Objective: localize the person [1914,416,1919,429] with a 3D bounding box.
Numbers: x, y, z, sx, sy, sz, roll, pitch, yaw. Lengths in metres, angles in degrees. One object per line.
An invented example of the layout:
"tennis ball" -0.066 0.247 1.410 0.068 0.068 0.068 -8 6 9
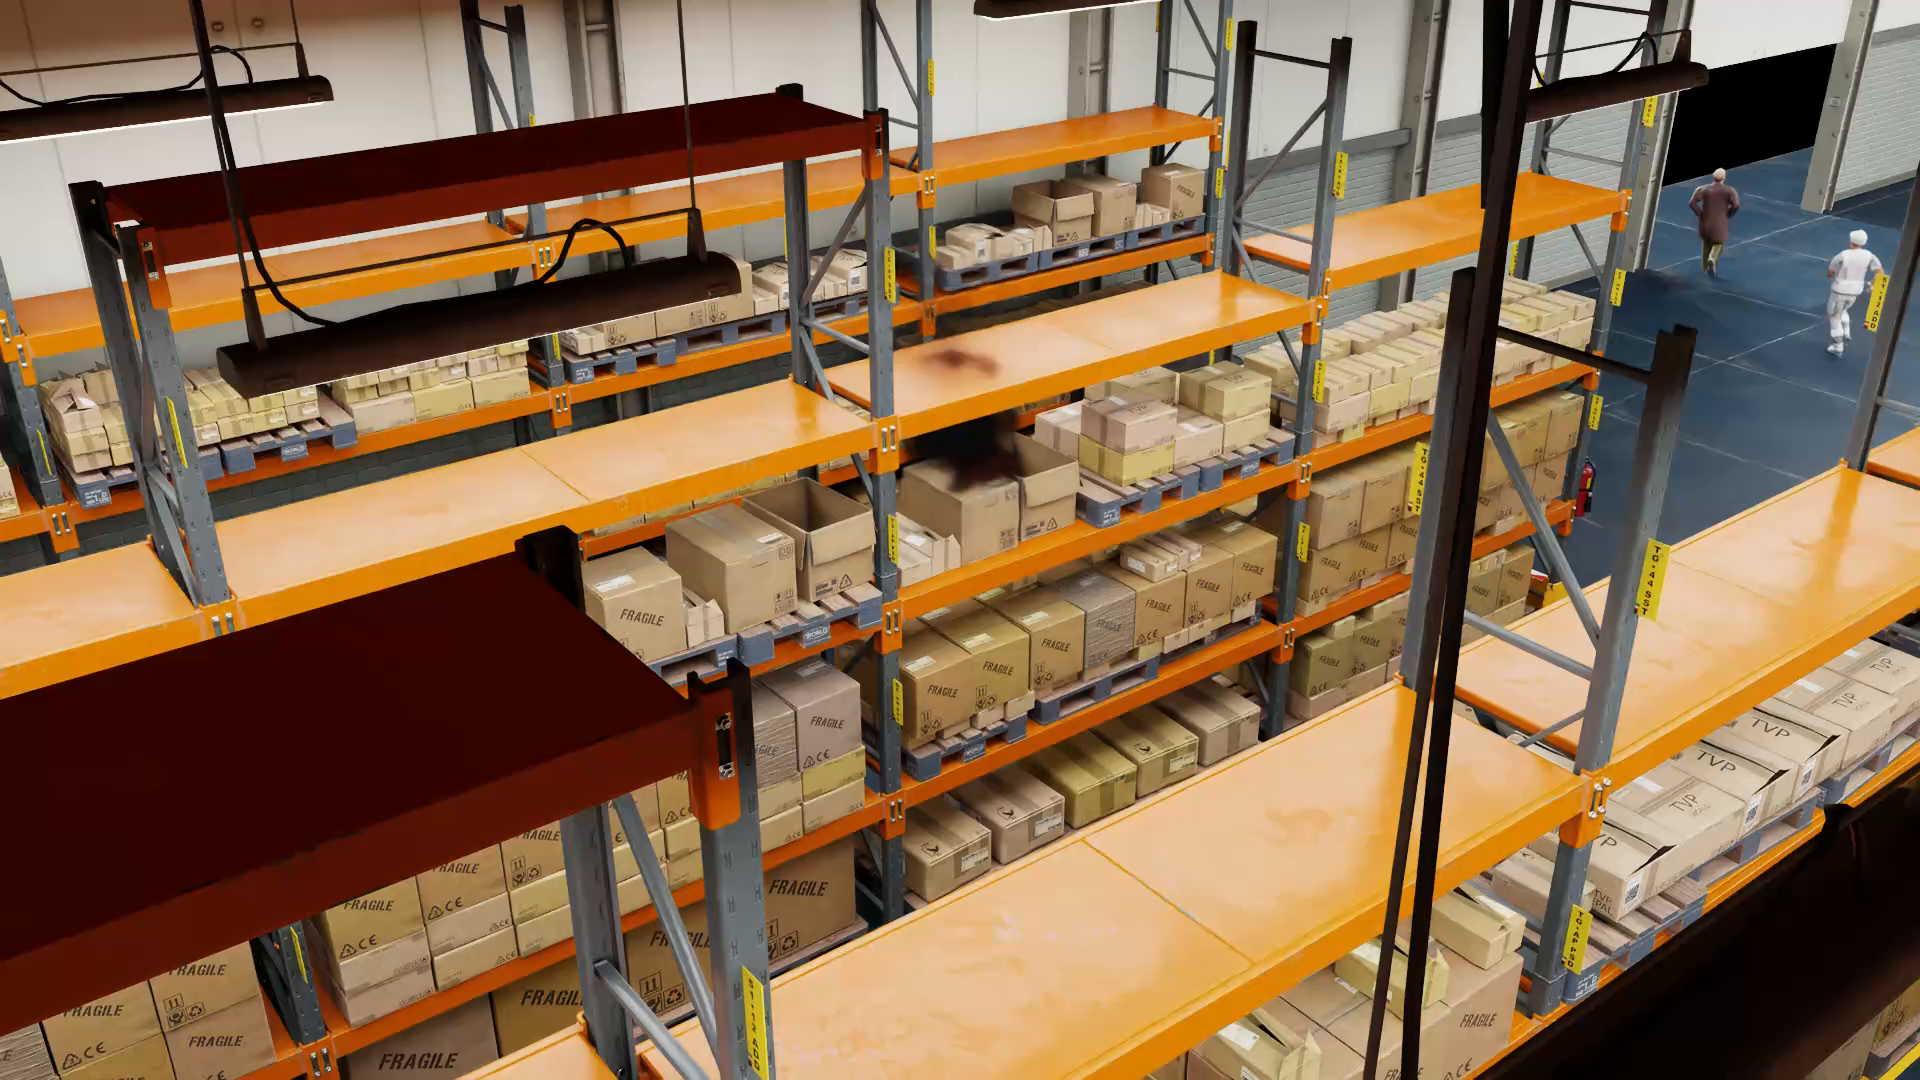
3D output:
"person" 10.898 -1.170 18.689 0.517 1.608 0.639 3 26 7

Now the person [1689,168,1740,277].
"person" 11.914 -5.010 26.386 0.730 1.740 0.749 15 30 29

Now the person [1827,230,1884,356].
"person" 12.345 -3.490 23.198 0.639 1.741 0.645 0 26 0
